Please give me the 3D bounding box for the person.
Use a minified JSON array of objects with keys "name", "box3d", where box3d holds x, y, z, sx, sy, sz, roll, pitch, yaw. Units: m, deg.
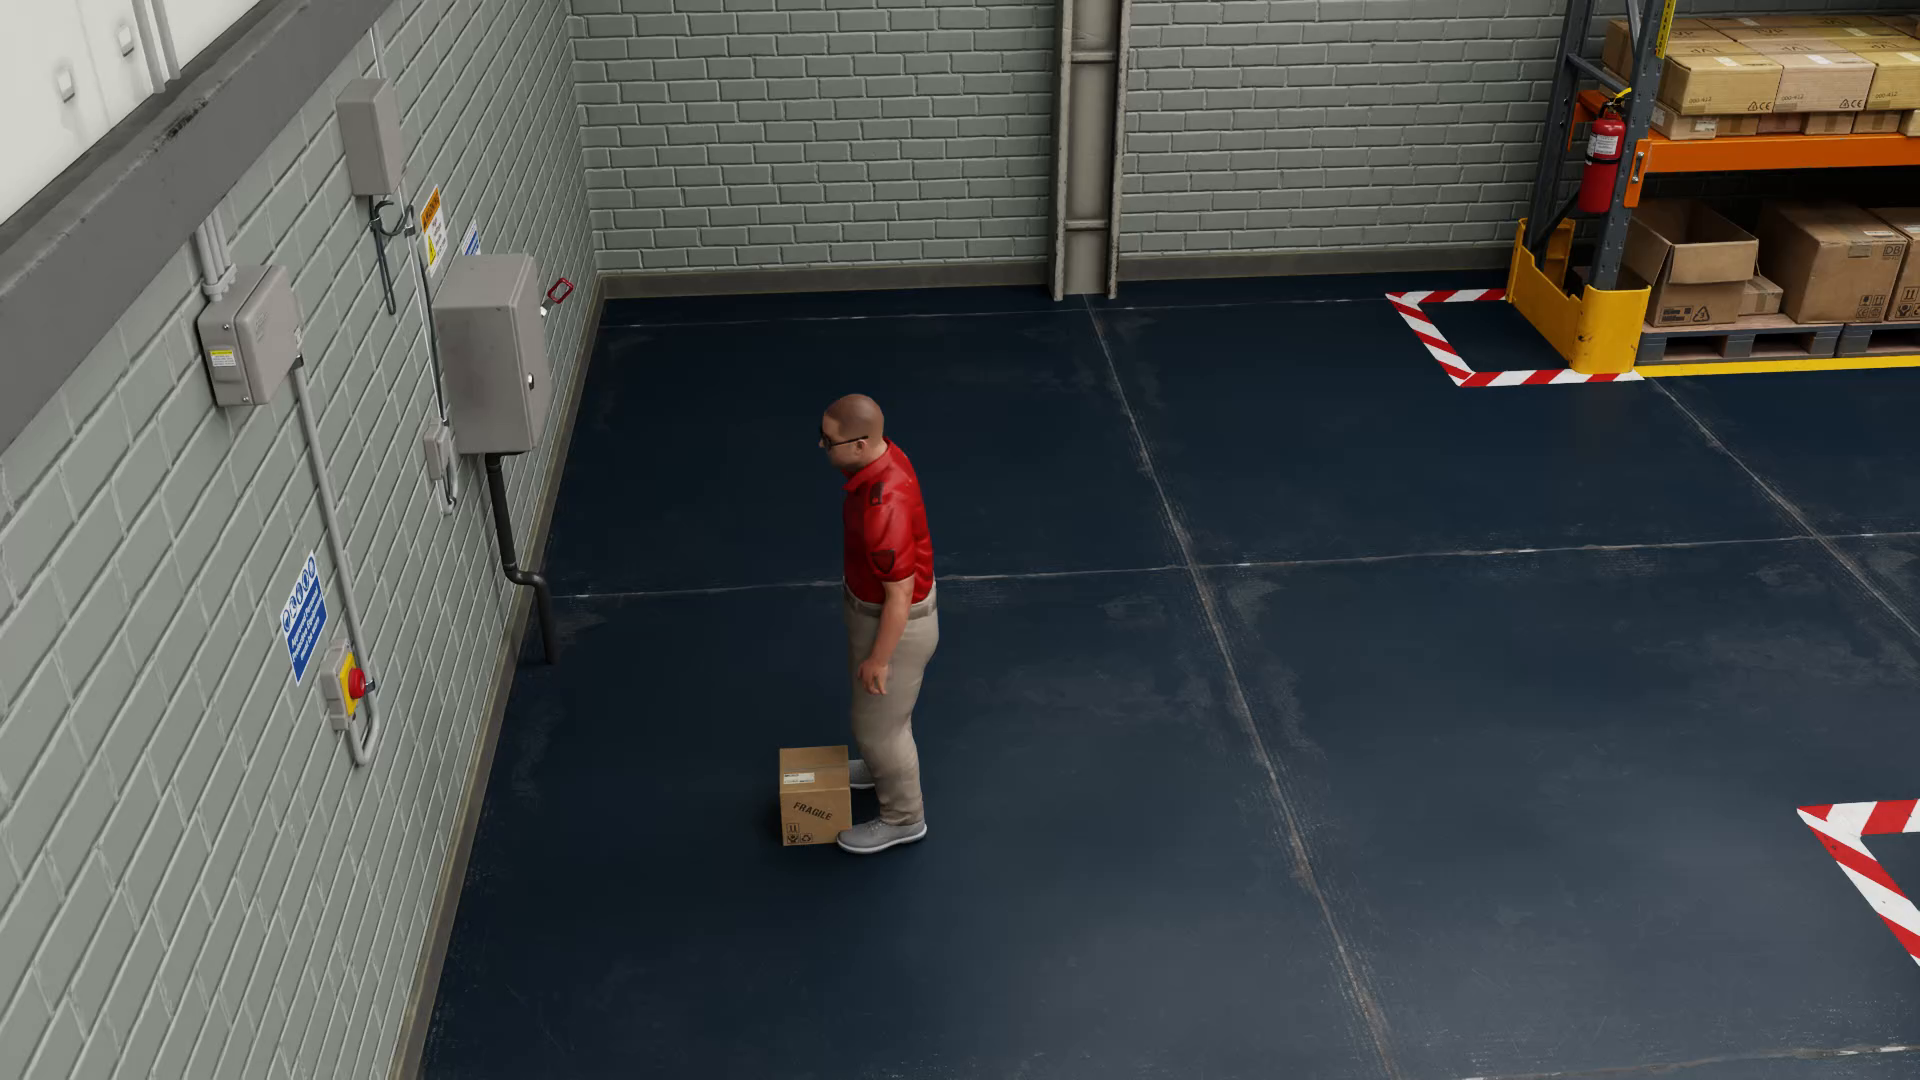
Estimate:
[{"name":"person","box3d":[-0.273,0.276,5.684,0.389,1.726,0.587,-3,31,-5]}]
